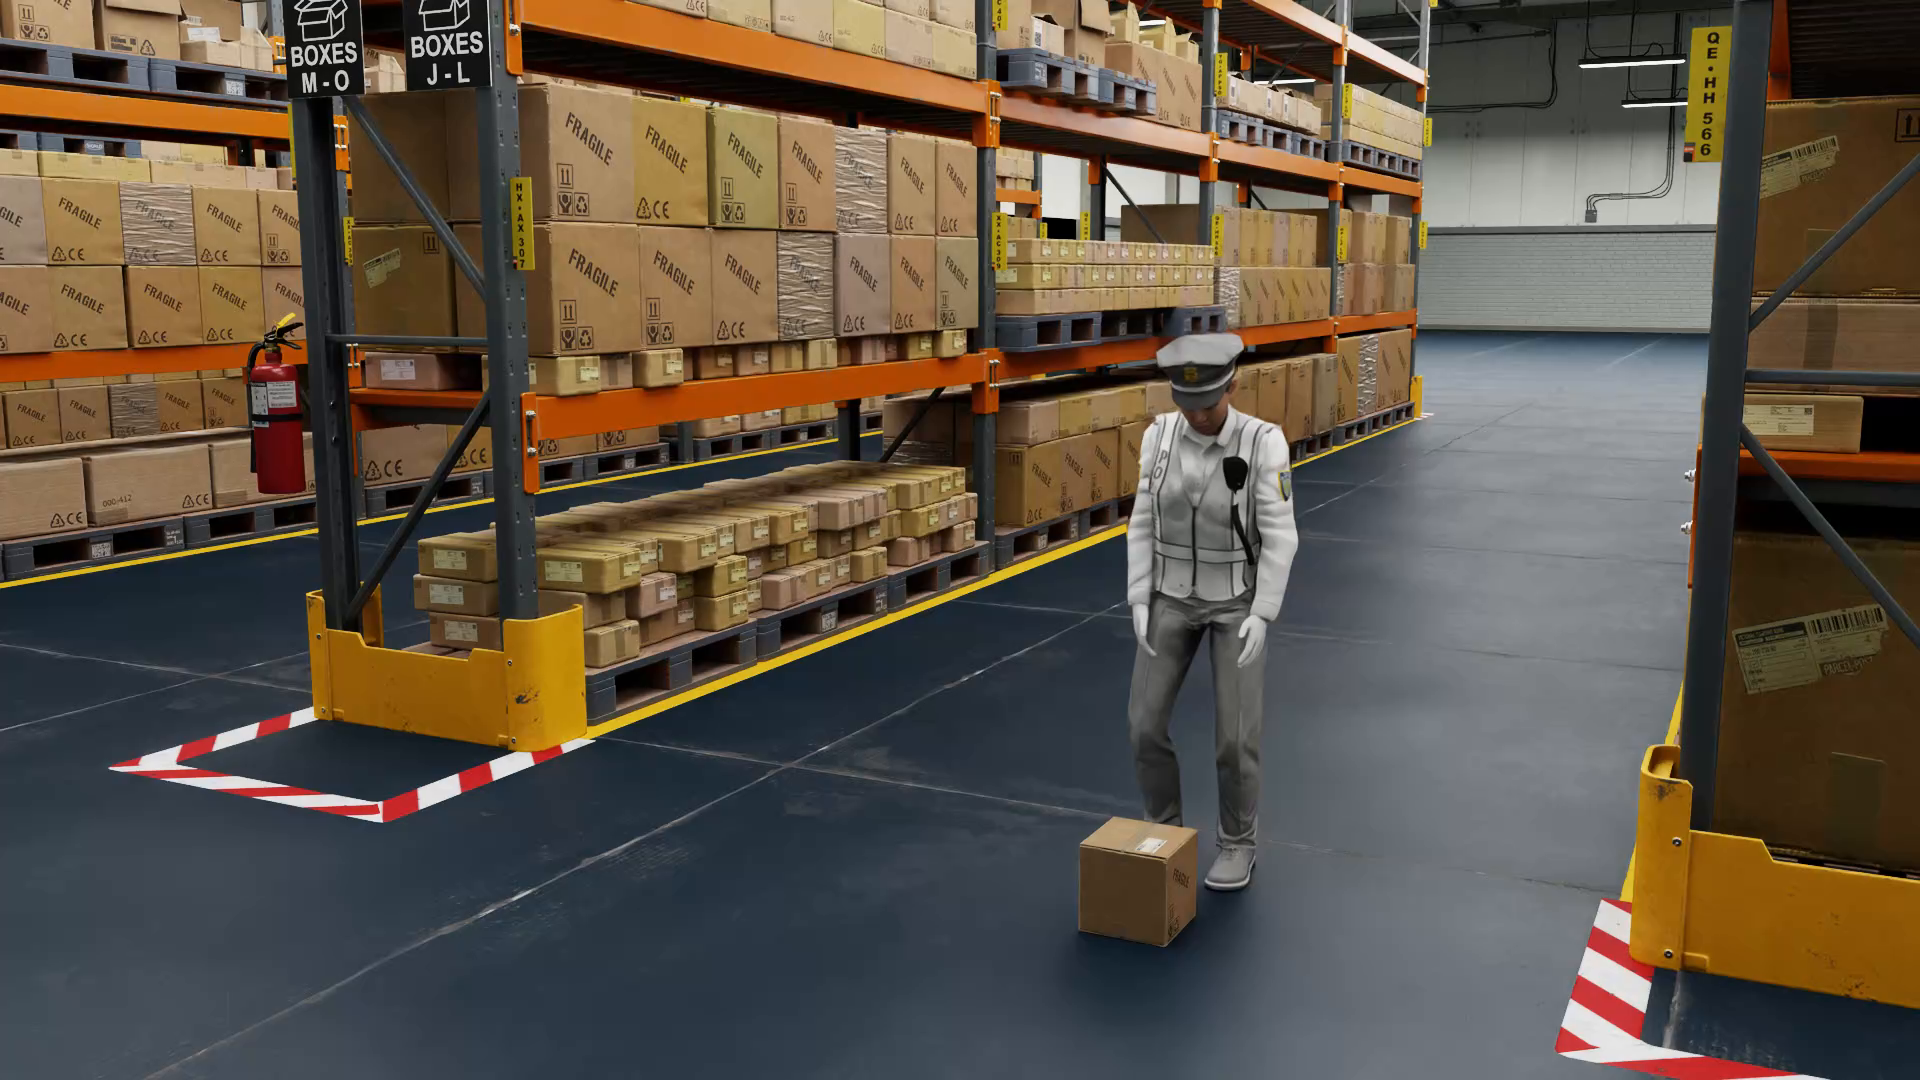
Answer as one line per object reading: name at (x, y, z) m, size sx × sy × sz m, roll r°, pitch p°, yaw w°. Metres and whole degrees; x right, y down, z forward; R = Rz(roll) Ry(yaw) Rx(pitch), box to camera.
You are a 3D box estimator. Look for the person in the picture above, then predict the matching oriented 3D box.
person at (0.717, 0.208, 4.813) m, size 0.508 × 1.604 × 0.485 m, roll 5°, pitch 10°, yaw 27°
